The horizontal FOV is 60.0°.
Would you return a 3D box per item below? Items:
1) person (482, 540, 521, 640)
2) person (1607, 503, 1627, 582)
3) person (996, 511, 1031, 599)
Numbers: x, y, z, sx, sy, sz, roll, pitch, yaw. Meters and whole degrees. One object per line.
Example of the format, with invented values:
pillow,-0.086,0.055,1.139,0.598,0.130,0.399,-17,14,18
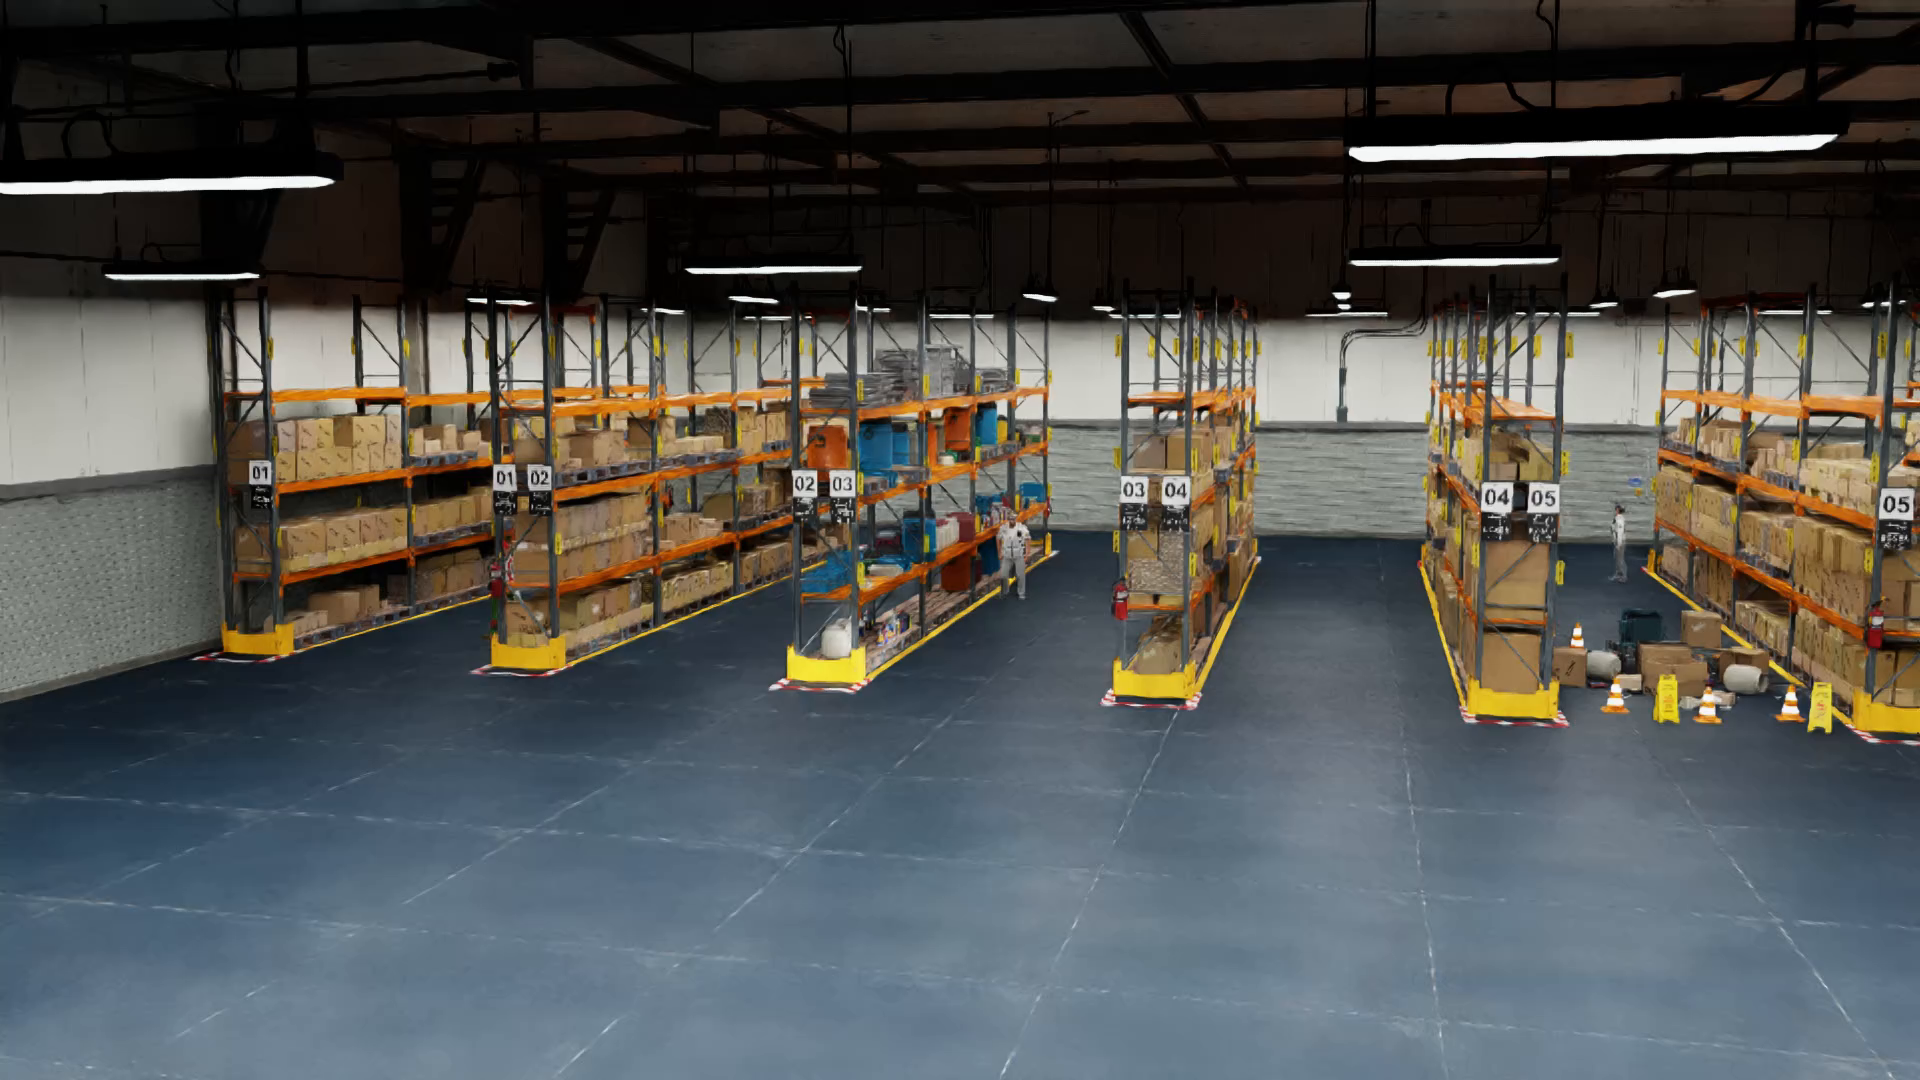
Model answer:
person,-7.852,0.843,28.729,0.548,1.709,1.128,1,7,11
person,14.220,0.045,35.889,0.380,1.667,0.587,2,7,17
person,1.005,0.276,31.342,0.682,1.718,0.542,1,7,11
